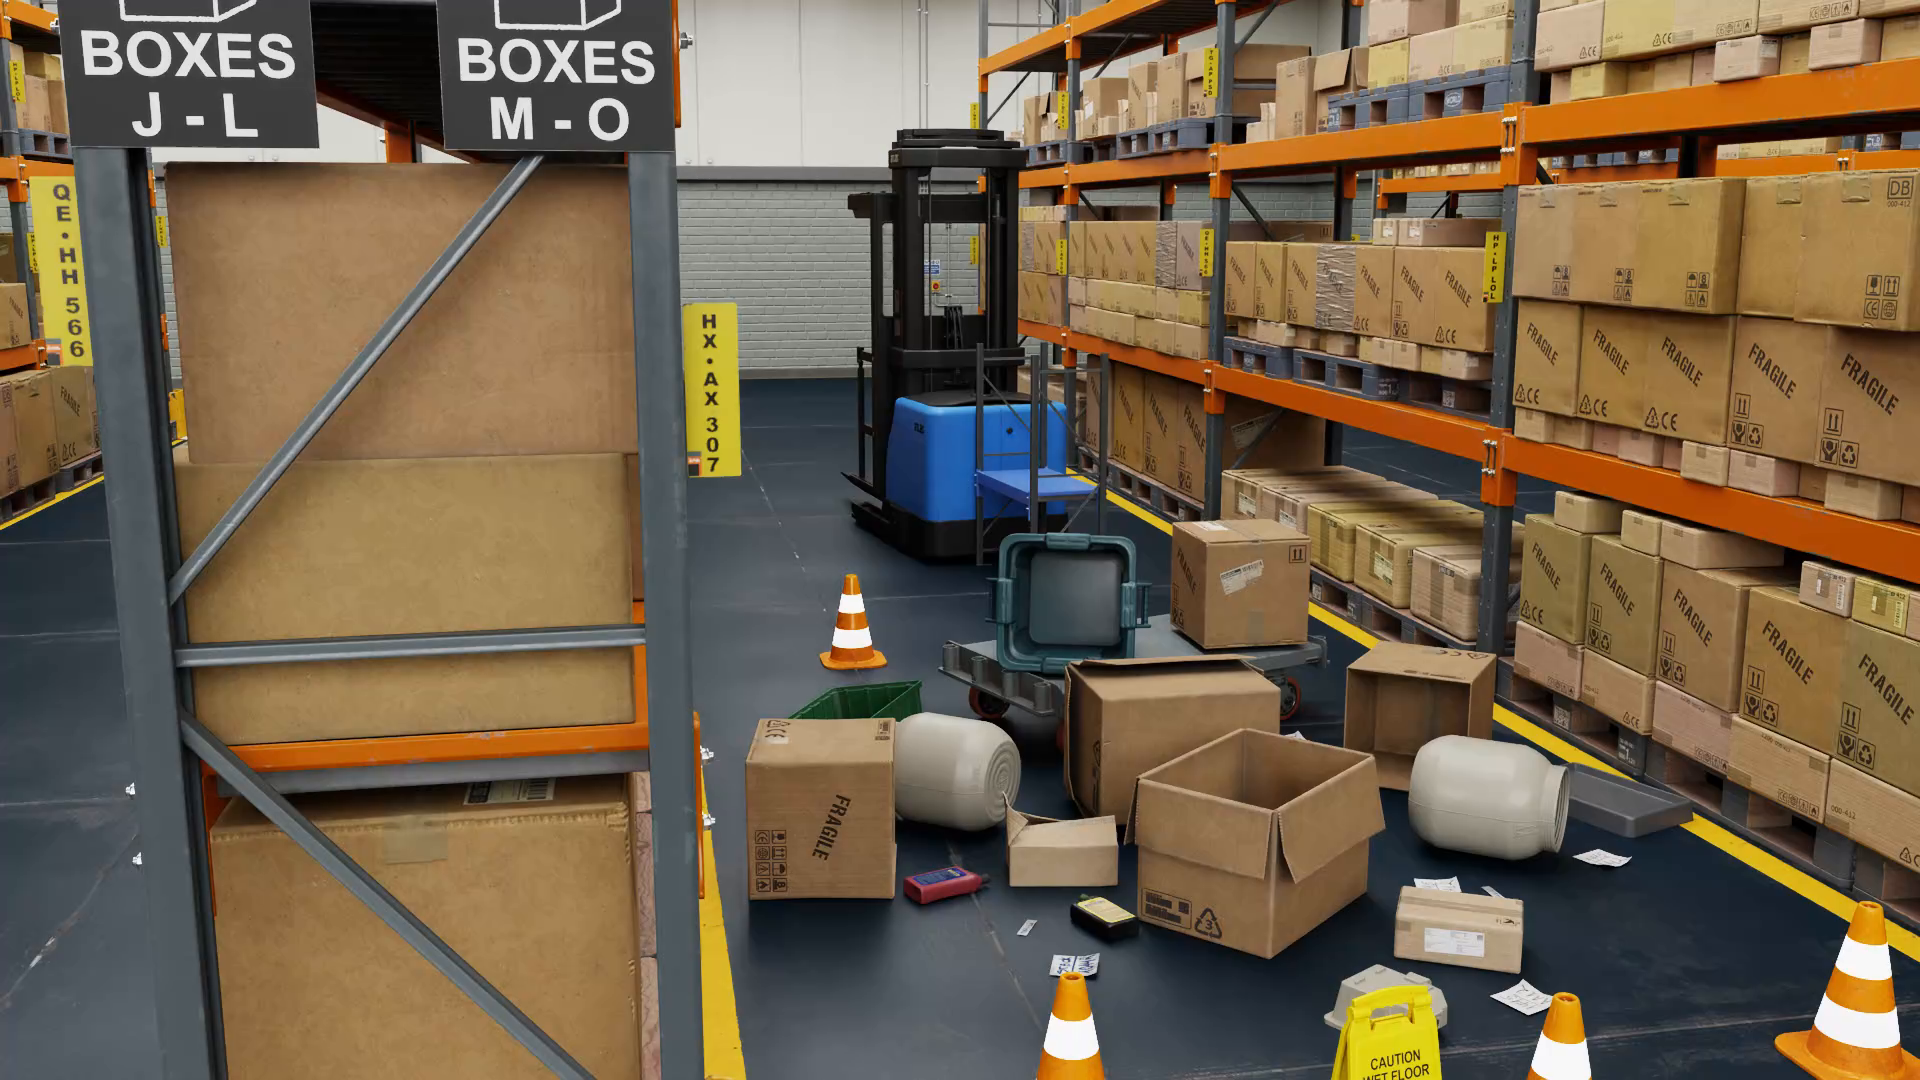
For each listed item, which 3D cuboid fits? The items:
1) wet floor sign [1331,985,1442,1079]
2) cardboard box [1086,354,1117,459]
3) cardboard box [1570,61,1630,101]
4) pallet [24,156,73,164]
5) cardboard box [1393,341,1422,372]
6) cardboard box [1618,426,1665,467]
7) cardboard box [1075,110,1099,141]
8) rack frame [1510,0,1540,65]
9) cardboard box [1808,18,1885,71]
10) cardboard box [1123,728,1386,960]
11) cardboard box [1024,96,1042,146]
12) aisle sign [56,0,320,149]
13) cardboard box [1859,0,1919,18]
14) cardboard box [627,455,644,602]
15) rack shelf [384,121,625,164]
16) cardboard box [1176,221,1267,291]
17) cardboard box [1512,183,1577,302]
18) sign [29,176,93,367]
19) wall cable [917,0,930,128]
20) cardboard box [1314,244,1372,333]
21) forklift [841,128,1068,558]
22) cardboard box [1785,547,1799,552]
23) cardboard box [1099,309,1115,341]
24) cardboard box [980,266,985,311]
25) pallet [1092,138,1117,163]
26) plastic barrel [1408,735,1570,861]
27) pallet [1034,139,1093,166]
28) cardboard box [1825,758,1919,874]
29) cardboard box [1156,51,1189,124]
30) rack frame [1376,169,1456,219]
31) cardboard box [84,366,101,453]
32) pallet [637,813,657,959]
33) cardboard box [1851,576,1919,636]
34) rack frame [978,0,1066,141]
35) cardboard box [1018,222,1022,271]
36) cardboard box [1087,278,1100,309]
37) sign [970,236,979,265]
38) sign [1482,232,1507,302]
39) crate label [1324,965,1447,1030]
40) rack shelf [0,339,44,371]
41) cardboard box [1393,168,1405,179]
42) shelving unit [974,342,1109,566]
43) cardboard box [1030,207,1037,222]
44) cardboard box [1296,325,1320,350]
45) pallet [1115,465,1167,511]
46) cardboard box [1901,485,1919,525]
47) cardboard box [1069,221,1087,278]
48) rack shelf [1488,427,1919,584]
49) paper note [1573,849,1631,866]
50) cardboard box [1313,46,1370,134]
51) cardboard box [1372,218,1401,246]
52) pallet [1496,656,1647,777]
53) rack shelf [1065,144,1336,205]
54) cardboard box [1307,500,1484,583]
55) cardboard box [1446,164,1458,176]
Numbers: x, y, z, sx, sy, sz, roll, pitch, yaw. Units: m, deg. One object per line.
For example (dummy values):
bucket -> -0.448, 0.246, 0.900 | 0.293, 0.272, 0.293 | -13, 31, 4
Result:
wet floor sign -> 0.937, 1.293, 3.679 | 0.267, 0.644, 0.232 | -4, 12, -21
cardboard box -> 1.690, -1.248, 15.292 | 0.875, 0.875, 0.875 | -2, 11, -9
cardboard box -> 2.861, -1.963, 7.138 | 0.380, 0.149, 0.250 | -2, 11, -11
pallet -> -8.612, -3.640, 15.513 | 1.003, 0.211, 1.213 | -2, 11, -11
cardboard box -> 2.557, -0.992, 8.933 | 0.380, 0.149, 0.250 | -2, 11, -12
cardboard box -> 2.989, -0.398, 6.936 | 0.380, 0.149, 0.250 | -2, 11, -9
cardboard box -> 1.245, -3.706, 14.859 | 0.396, 0.266, 0.258 | -2, 11, -12
rack frame -> 3.047, -3.676, 7.445 | 1.000, 3.000, 0.127 | -2, 11, -11
cardboard box -> 3.139, -1.681, 5.657 | 0.380, 0.149, 0.250 | -2, 11, -12
cardboard box -> 1.000, 1.001, 5.594 | 0.637, 0.503, 0.797 | 9, 14, 38
cardboard box -> 0.958, -4.333, 17.260 | 0.500, 0.500, 0.500 | -2, 11, -10
aisle sign -> -1.291, -1.050, 2.740 | 0.394, 0.787, 0.004 | -2, 11, -11
cardboard box -> 3.259, -1.813, 5.283 | 0.500, 0.250, 0.500 | -2, 11, -9
cardboard box -> -1.241, -0.145, 4.533 | 0.875, 0.550, 0.550 | -2, 11, -11
rack shelf -> -2.178, -2.018, 8.677 | 1.077, 0.370, 4.000 | -2, 11, -11
cardboard box -> 1.912, -2.089, 12.206 | 0.500, 0.500, 0.500 | -2, 11, -13
cardboard box -> 2.920, -1.327, 7.410 | 0.700, 0.500, 0.500 | -2, 11, -12
sign -> -1.546, -0.465, 2.888 | 0.100, 0.325, 0.005 | -2, 11, -11
wall cable -> -0.669, -6.910, 24.436 | 0.463, 3.000, 0.029 | -2, 11, -11
cardboard box -> 2.438, -1.489, 9.812 | 0.500, 0.500, 0.500 | -3, 11, -13
forklift -> -0.201, -1.551, 12.509 | 1.130, 2.935, 3.031 | -4, 11, -18
cardboard box -> 3.526, 0.239, 7.145 | 0.500, 0.500, 0.500 | -2, 11, -10
cardboard box -> 1.504, -1.843, 14.259 | 0.500, 0.250, 0.500 | -2, 11, -11
cardboard box -> 0.525, -2.881, 19.043 | 0.500, 0.500, 0.500 | -2, 11, -11
pallet -> 1.718, -3.410, 14.578 | 0.805, 0.209, 1.217 | -3, 11, -13
plastic barrel -> 1.938, 0.946, 6.094 | 0.512, 0.421, 0.421 | 6, 12, 28
pallet -> 1.342, -3.777, 16.233 | 1.003, 0.211, 1.213 | -2, 11, -11
cardboard box -> 3.311, 0.915, 5.598 | 0.500, 0.250, 0.500 | -2, 11, -11
cardboard box -> 1.890, -3.367, 12.449 | 0.700, 0.500, 0.500 | -3, 11, -14
rack frame -> 5.582, -3.111, 20.521 | 1.000, 3.000, 0.127 | -2, 11, -11
cardboard box -> -8.454, -1.288, 15.500 | 0.875, 0.875, 0.875 | -2, 11, -11
pallet -> -1.477, 1.206, 5.298 | 1.003, 0.211, 1.213 | -2, 11, -11
cardboard box -> 3.231, 0.213, 5.545 | 0.380, 0.149, 0.250 | -2, 11, -10
rack frame -> 0.713, -5.877, 19.009 | 1.000, 3.000, 0.127 | -2, 11, -11
cardboard box -> 0.840, -3.092, 17.478 | 0.500, 0.500, 0.500 | -2, 11, -11
cardboard box -> 1.429, -2.183, 14.707 | 0.500, 0.250, 0.500 | -2, 11, -10
sign -> 0.168, -3.375, 19.381 | 0.100, 0.325, 0.005 | -2, 11, -11
sign -> 2.504, -1.277, 7.788 | 0.100, 0.325, 0.005 | -2, 11, -11
crate label -> 1.240, 1.339, 4.793 | 0.250, 0.136, 0.298 | -9, 14, -40
rack shelf -> -7.840, -1.116, 11.962 | 1.077, 0.370, 4.000 | -2, 11, -11
cardboard box -> 5.415, -4.395, 19.913 | 0.380, 0.149, 0.250 | -2, 11, -10
shelving unit -> 0.509, -0.486, 10.741 | 0.538, 1.500, 1.048 | -4, 11, -18
cardboard box -> 0.933, -3.337, 17.031 | 0.380, 0.149, 0.250 | -2, 11, -12
cardboard box -> 2.337, -1.282, 10.458 | 0.380, 0.149, 0.250 | -1, 11, -8
pallet -> 1.956, -0.464, 14.069 | 1.003, 0.211, 1.213 | -2, 11, -11
cardboard box -> 3.364, -0.122, 5.485 | 0.380, 0.149, 0.250 | -2, 11, -10
cardboard box -> 1.295, -2.646, 15.133 | 0.500, 0.500, 0.500 | -2, 11, -10
rack shelf -> 3.436, -0.009, 6.146 | 1.077, 0.370, 4.000 | -2, 11, -11
paper note -> 2.341, 1.154, 6.054 | 0.142, 0.019, 0.148 | -6, 13, -31
cardboard box -> 2.594, -2.709, 10.106 | 0.797, 0.503, 0.637 | -2, 11, -11
cardboard box -> 2.513, -1.701, 9.192 | 0.380, 0.149, 0.250 | -3, 11, -13
pallet -> 3.213, 0.762, 7.627 | 1.003, 0.211, 1.213 | -2, 11, -11
rack shelf -> 1.880, -2.950, 13.575 | 1.077, 0.370, 4.000 | -2, 11, -11
cardboard box -> 2.663, 0.000, 10.079 | 0.950, 0.372, 0.625 | -2, 11, -9
cardboard box -> 5.618, -4.110, 18.417 | 0.380, 0.149, 0.250 | -2, 11, -11
